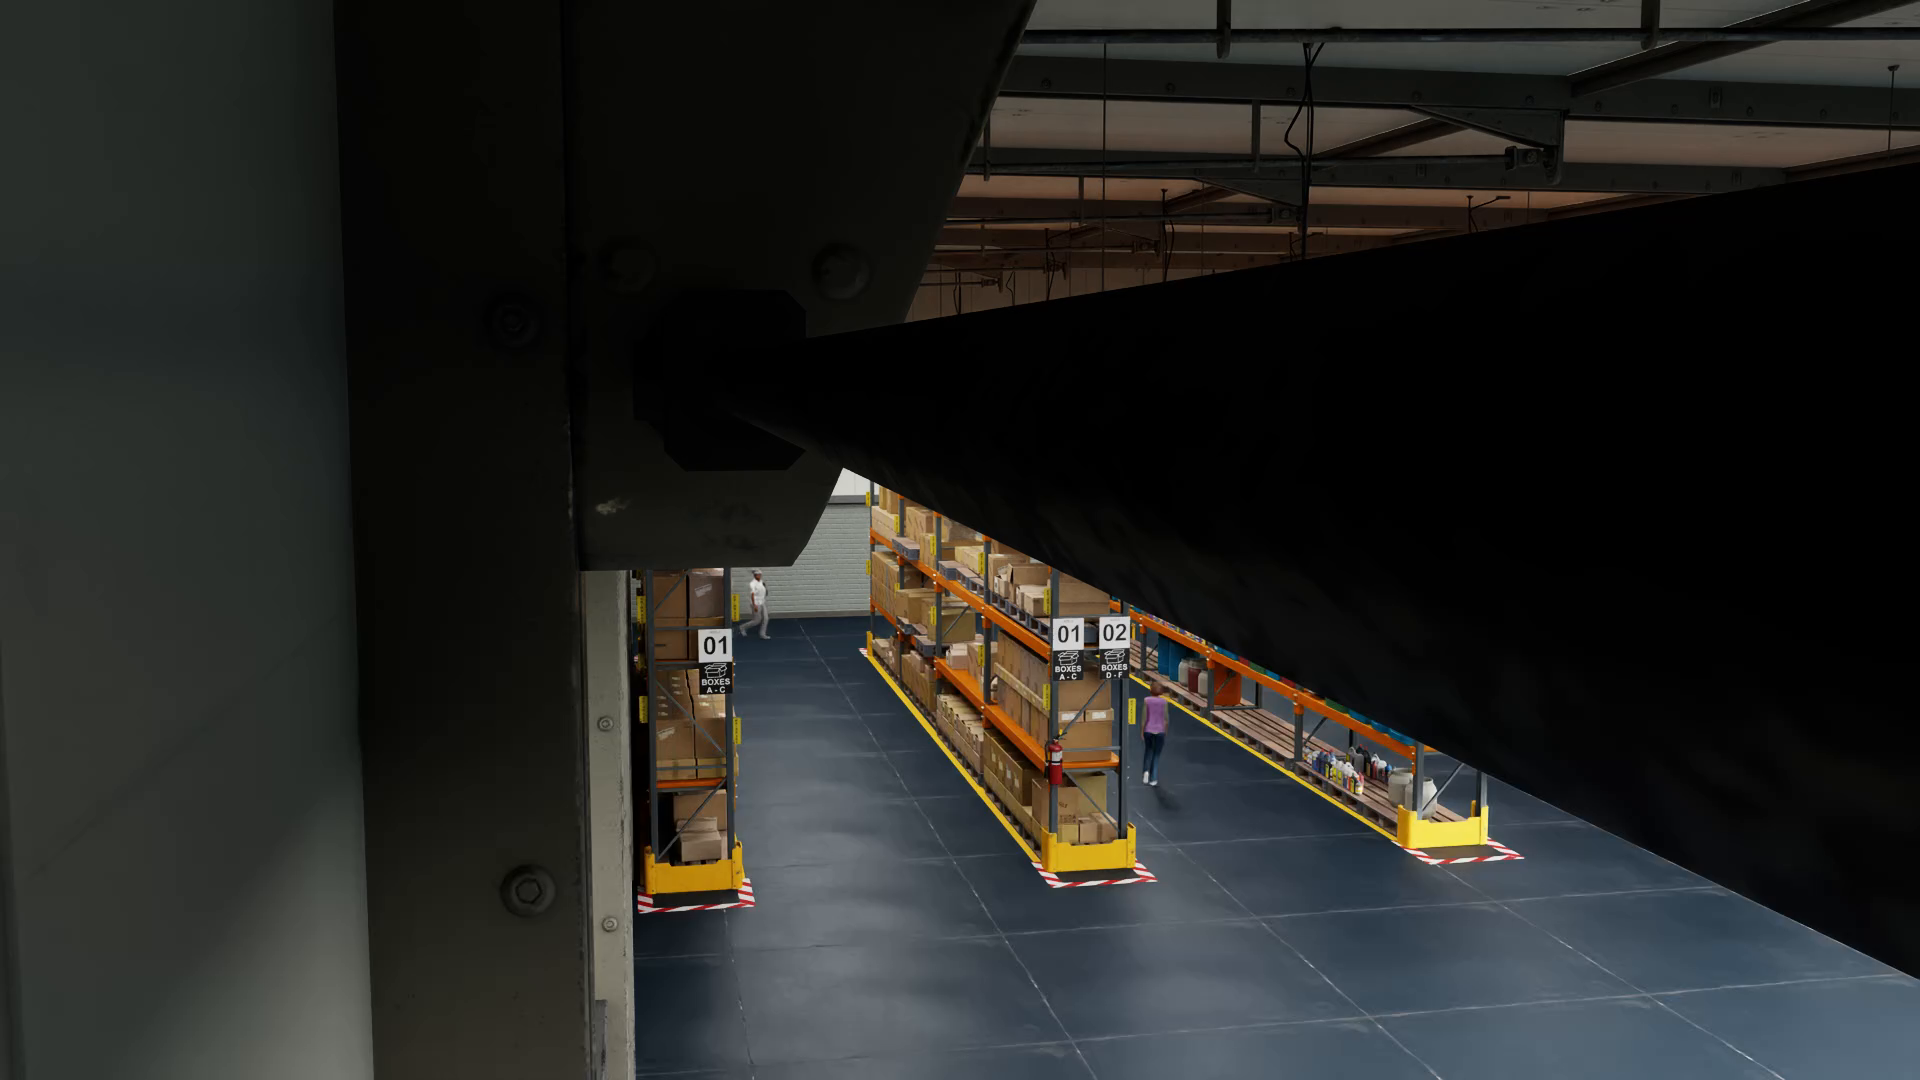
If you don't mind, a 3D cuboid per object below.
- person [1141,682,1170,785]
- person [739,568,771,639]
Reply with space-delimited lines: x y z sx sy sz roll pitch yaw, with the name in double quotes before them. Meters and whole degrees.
"person" 2.958 2.915 25.120 0.403 1.579 0.420 3 7 24
"person" -4.737 1.473 38.532 0.705 1.658 0.471 1 6 14
